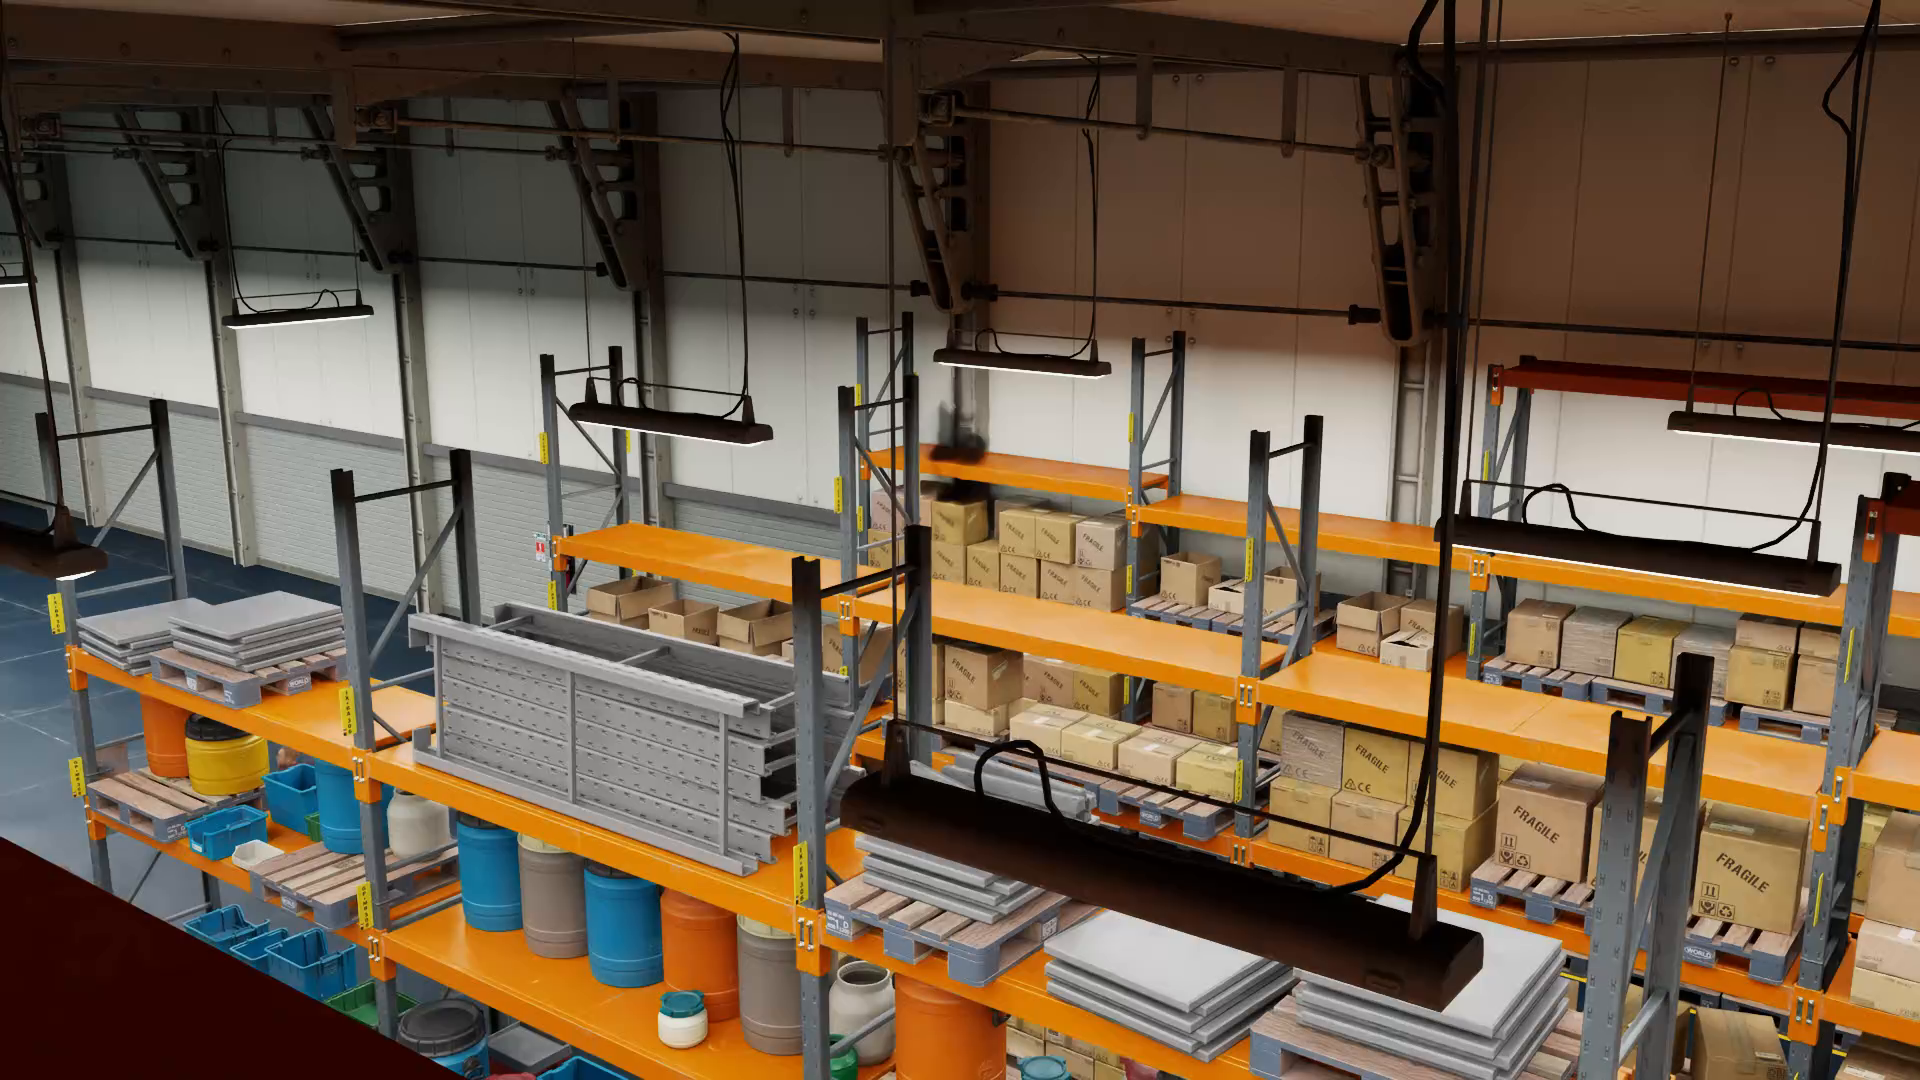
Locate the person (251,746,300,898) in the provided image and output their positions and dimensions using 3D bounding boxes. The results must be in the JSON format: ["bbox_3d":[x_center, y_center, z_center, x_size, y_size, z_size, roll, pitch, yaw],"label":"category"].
[{"bbox_3d":[-7.312,3.060,18.195,0.970,1.707,0.667,-6,15,-26],"label":"person"}]
